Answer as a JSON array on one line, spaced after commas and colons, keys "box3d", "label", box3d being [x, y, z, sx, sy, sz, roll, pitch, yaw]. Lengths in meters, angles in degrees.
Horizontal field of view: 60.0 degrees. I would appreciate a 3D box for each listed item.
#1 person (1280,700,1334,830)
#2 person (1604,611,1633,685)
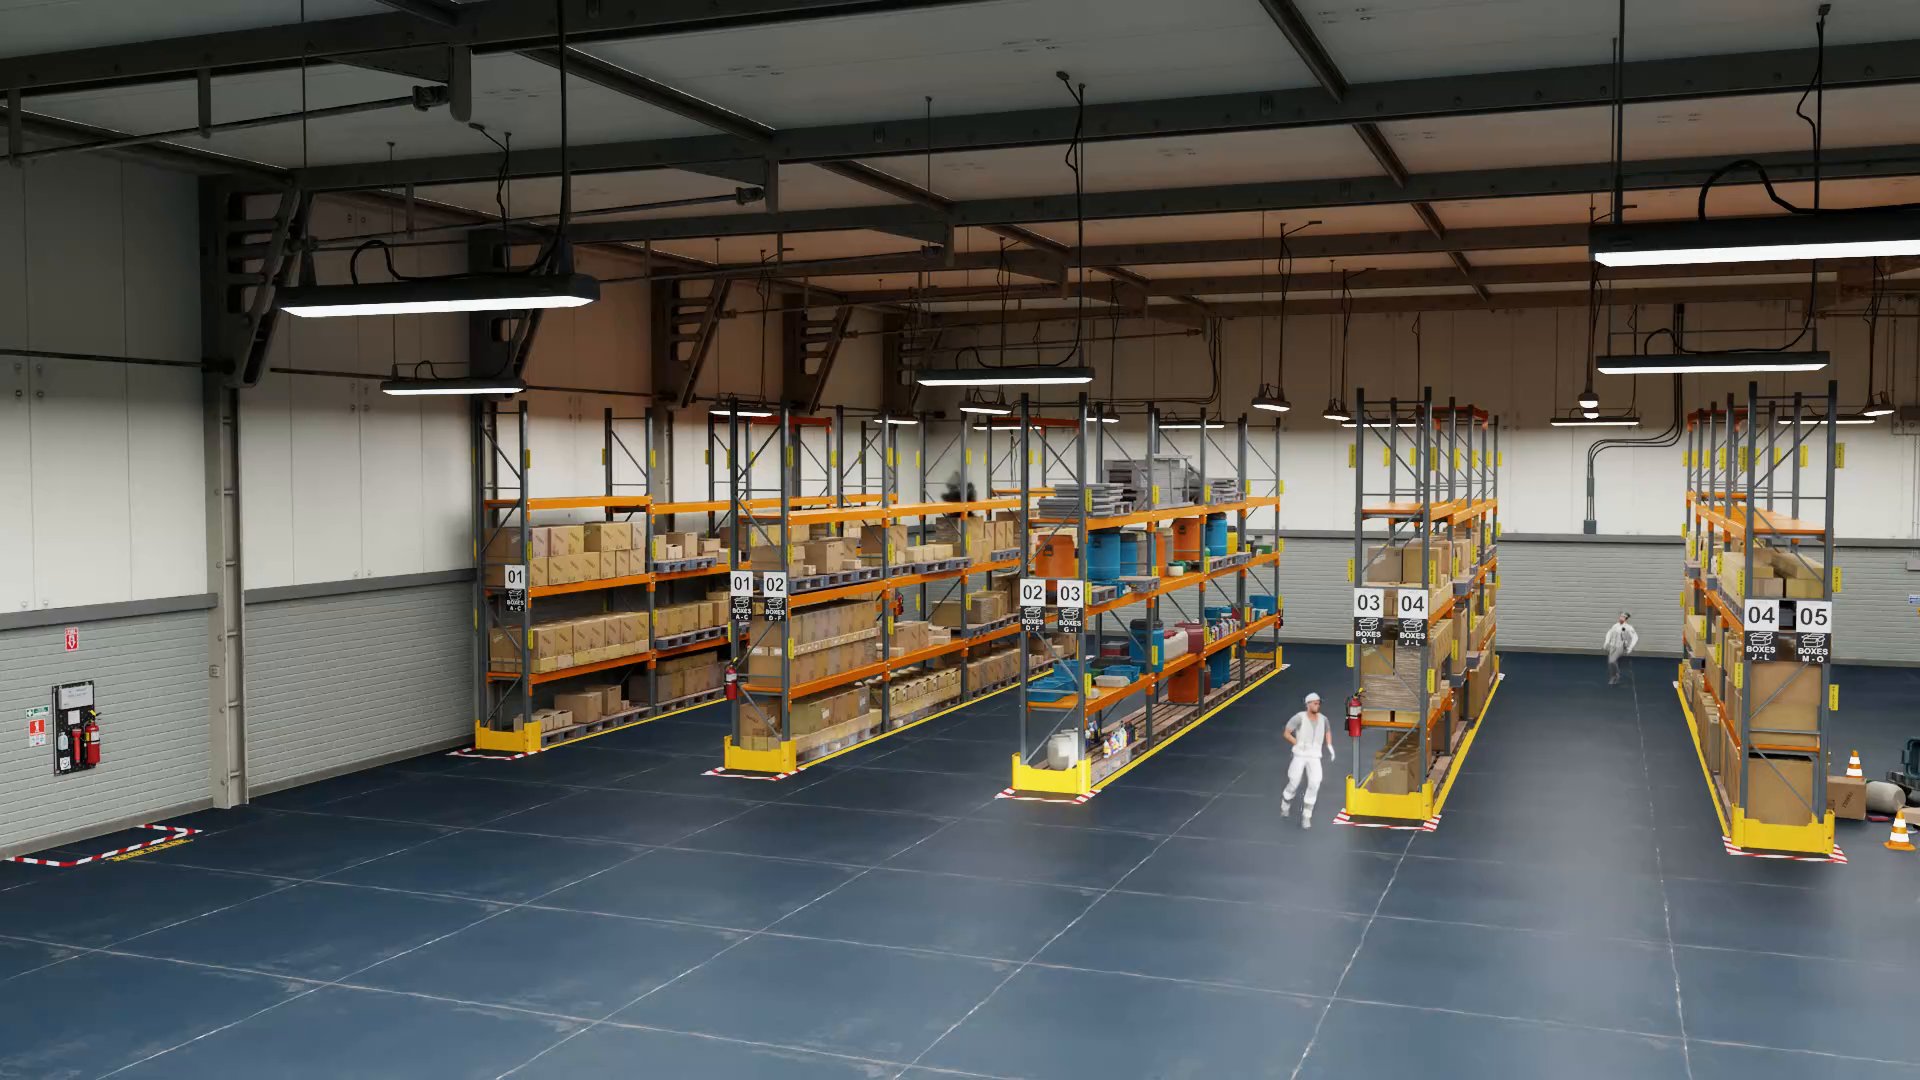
[{"box3d": [4.788, 3.026, 22.803, 0.730, 1.772, 0.731, 0, 3, -7], "label": "person"}, {"box3d": [14.599, 2.398, 36.804, 0.512, 1.654, 0.558, -2, 3, -28], "label": "person"}]
